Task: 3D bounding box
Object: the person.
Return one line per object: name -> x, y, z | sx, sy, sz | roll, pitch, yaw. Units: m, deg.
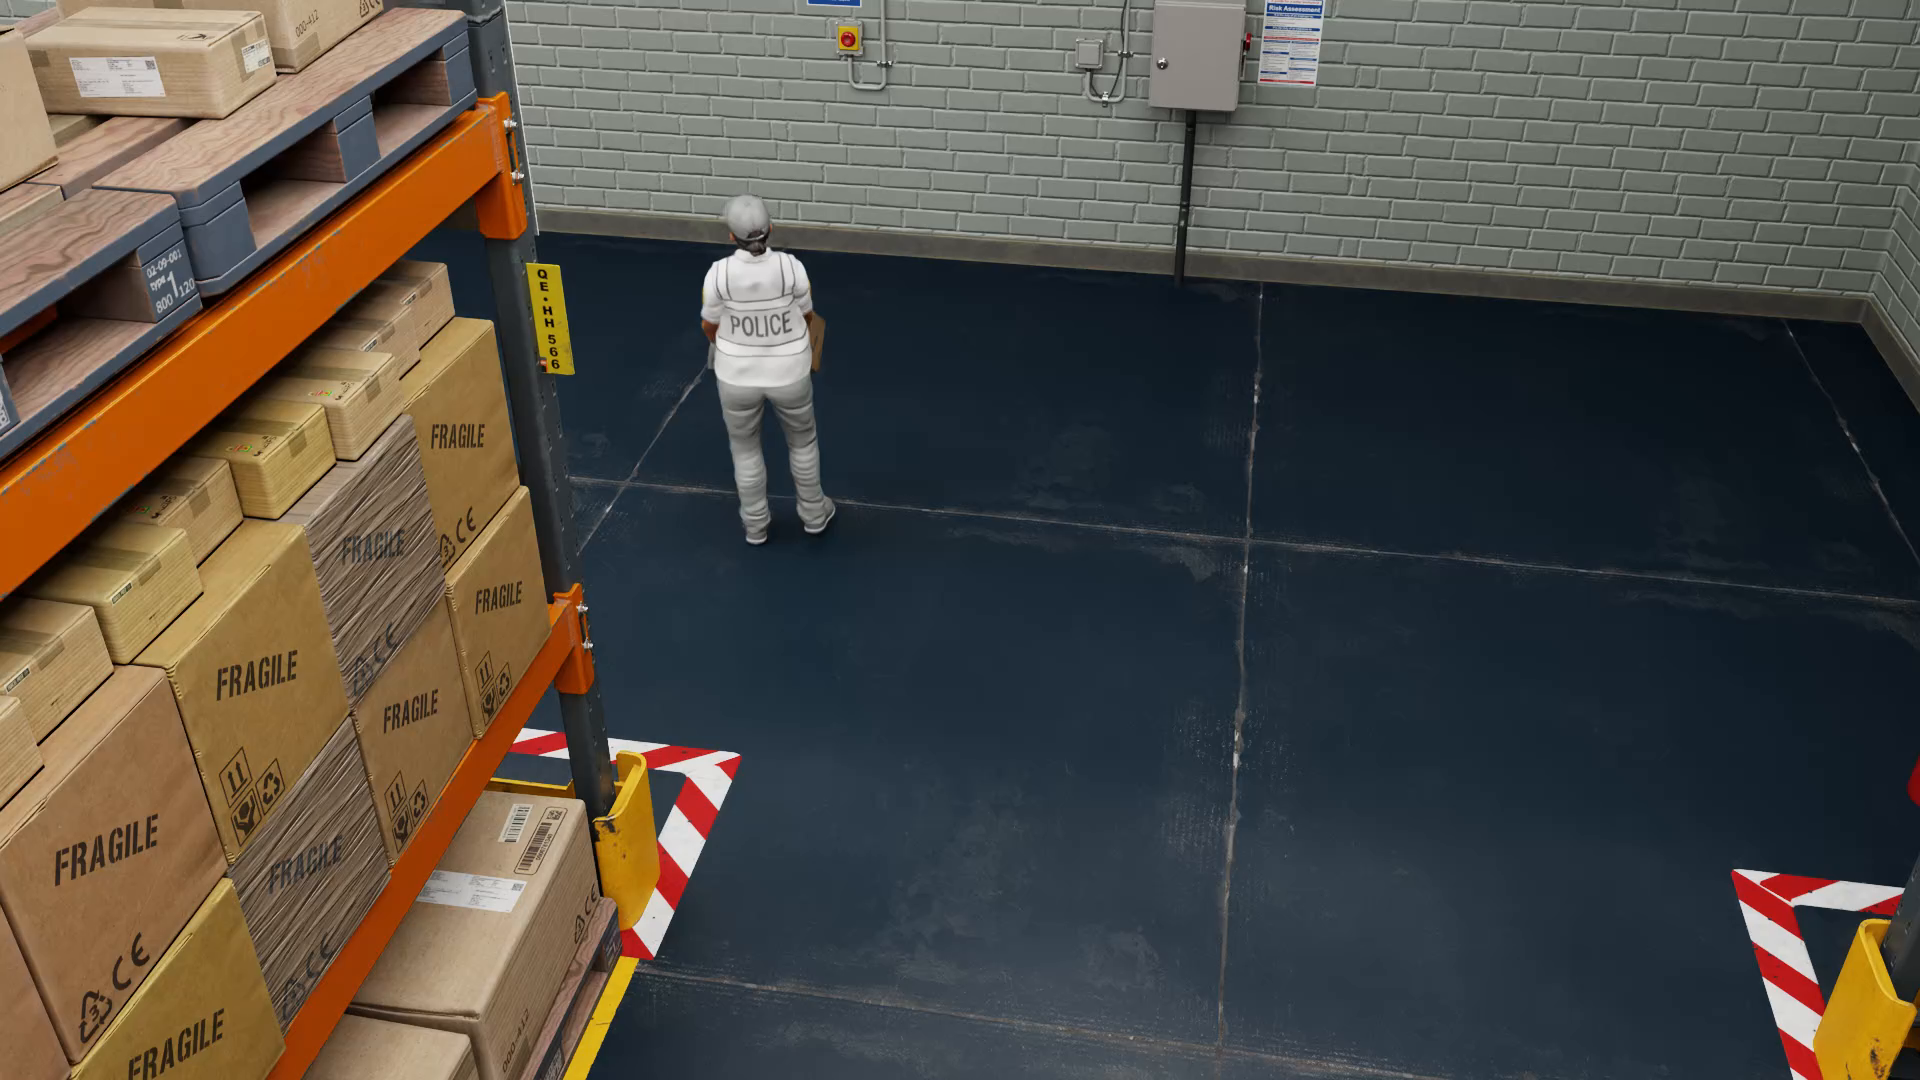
person -> -0.839, -0.743, 7.284 | 0.547, 1.674, 0.462 | -5, 33, -8
